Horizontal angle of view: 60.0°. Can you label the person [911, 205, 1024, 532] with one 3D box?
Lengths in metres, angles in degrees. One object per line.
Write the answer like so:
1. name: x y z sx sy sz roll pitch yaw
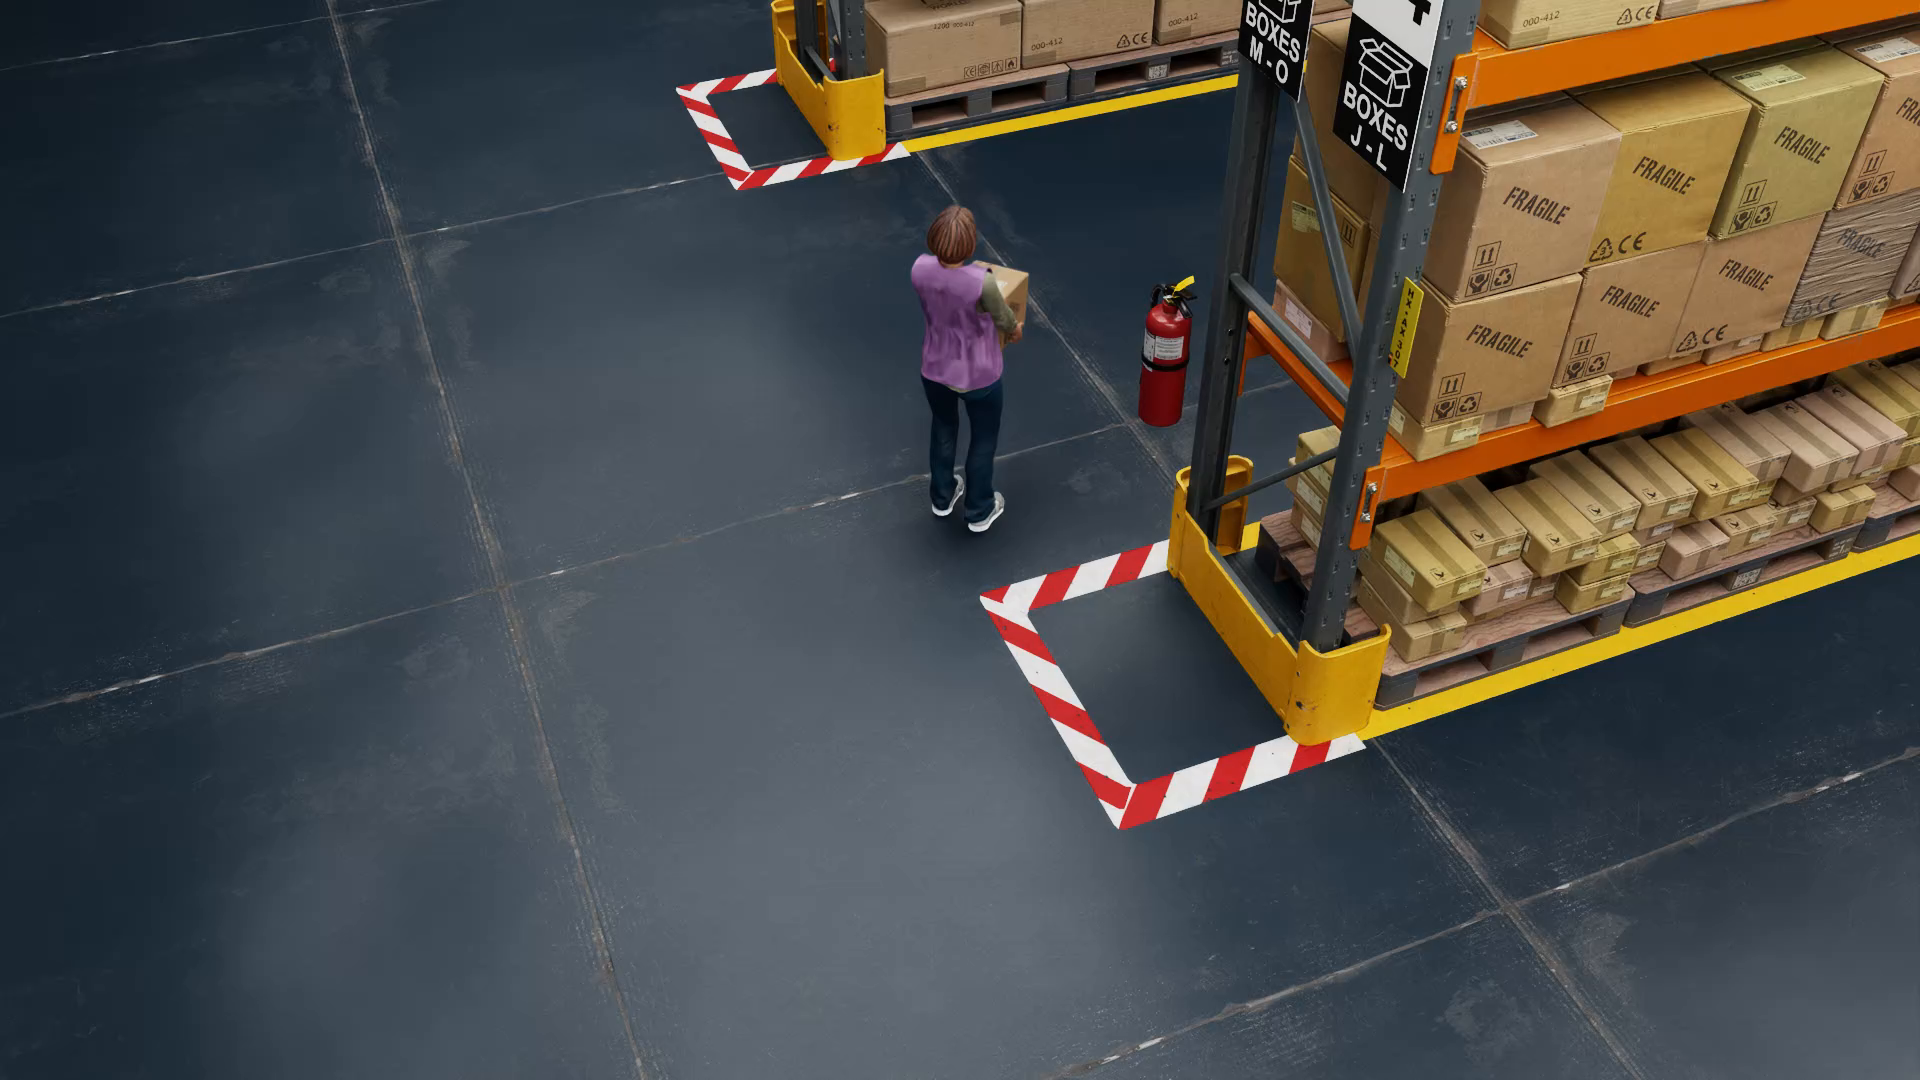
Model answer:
1. person: 0.043 -0.757 7.002 0.404 1.594 0.494 17 45 18
